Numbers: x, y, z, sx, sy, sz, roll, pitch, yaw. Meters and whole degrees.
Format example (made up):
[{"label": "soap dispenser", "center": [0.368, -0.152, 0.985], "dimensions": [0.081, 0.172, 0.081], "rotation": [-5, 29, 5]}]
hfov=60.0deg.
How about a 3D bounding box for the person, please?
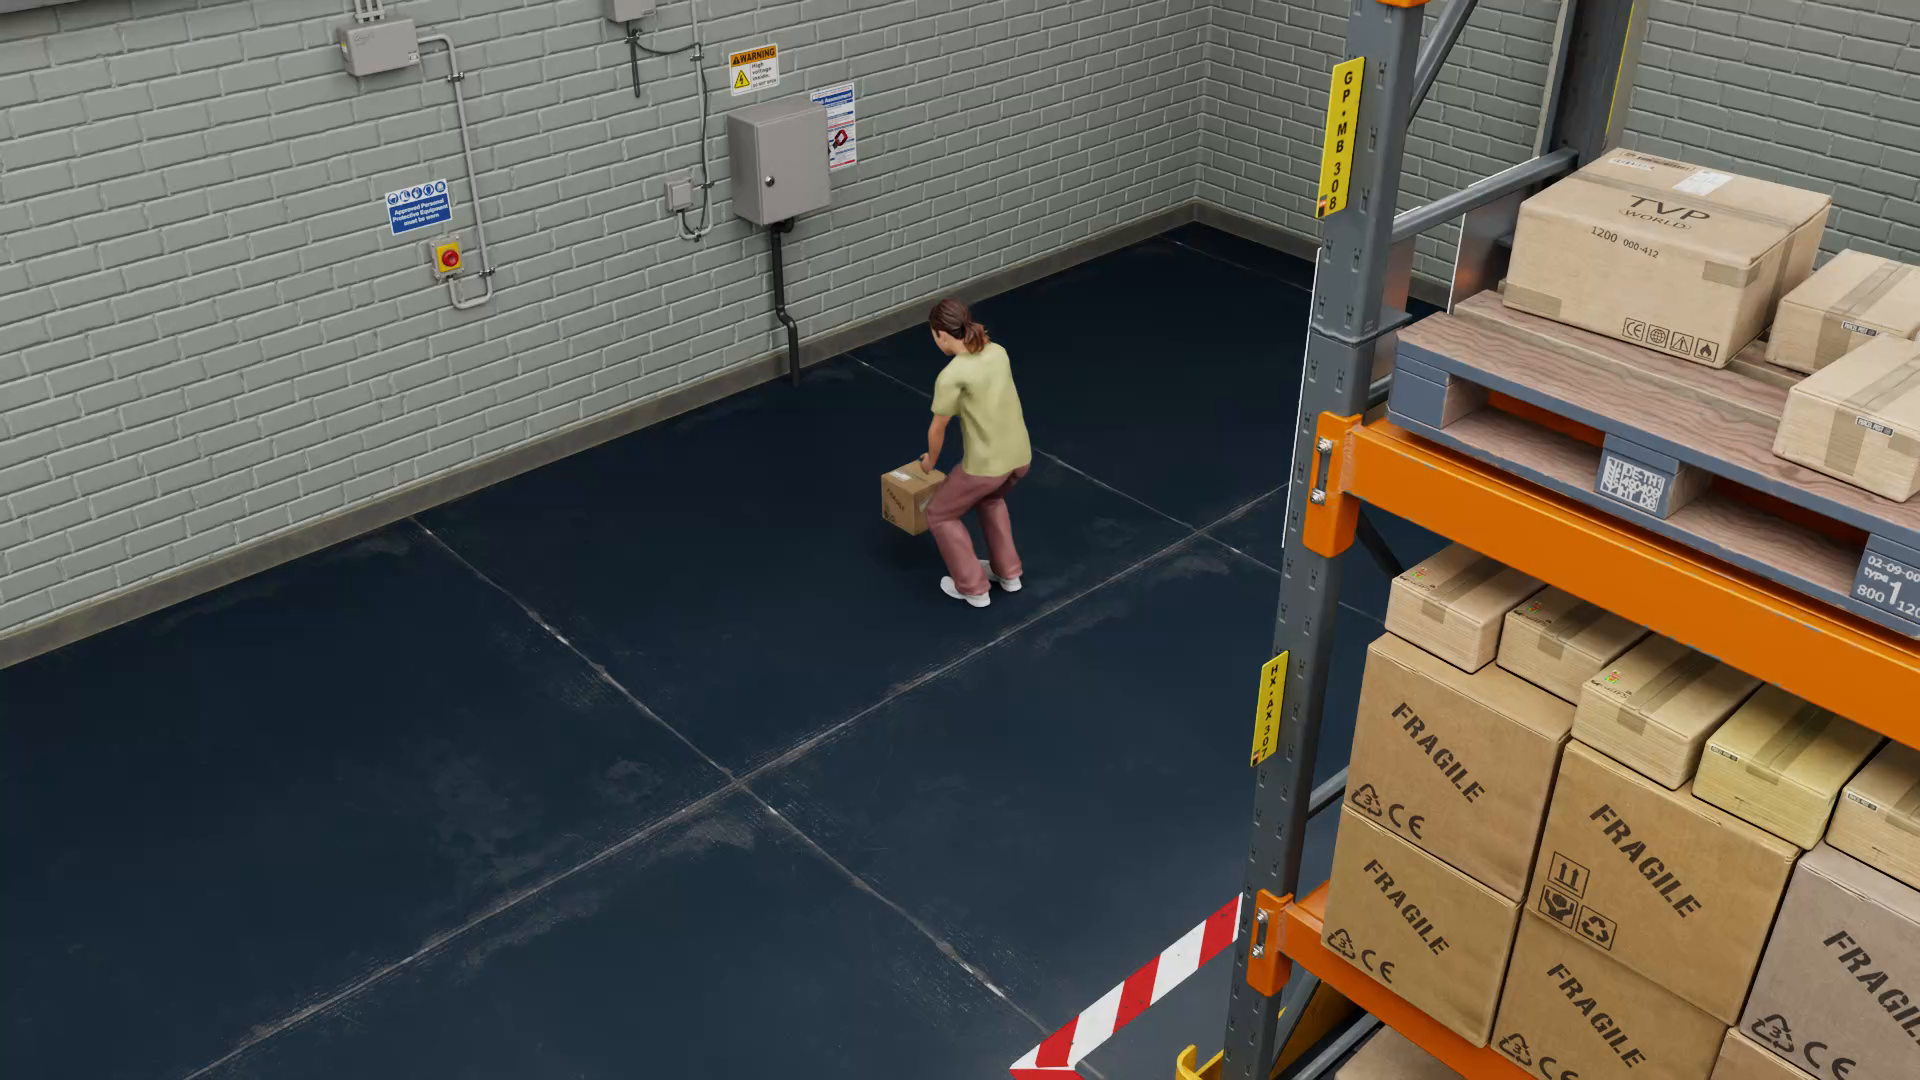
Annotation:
[{"label": "person", "center": [0.059, -0.392, 7.948], "dimensions": [0.502, 1.493, 0.554], "rotation": [-26, 40, -35]}]
